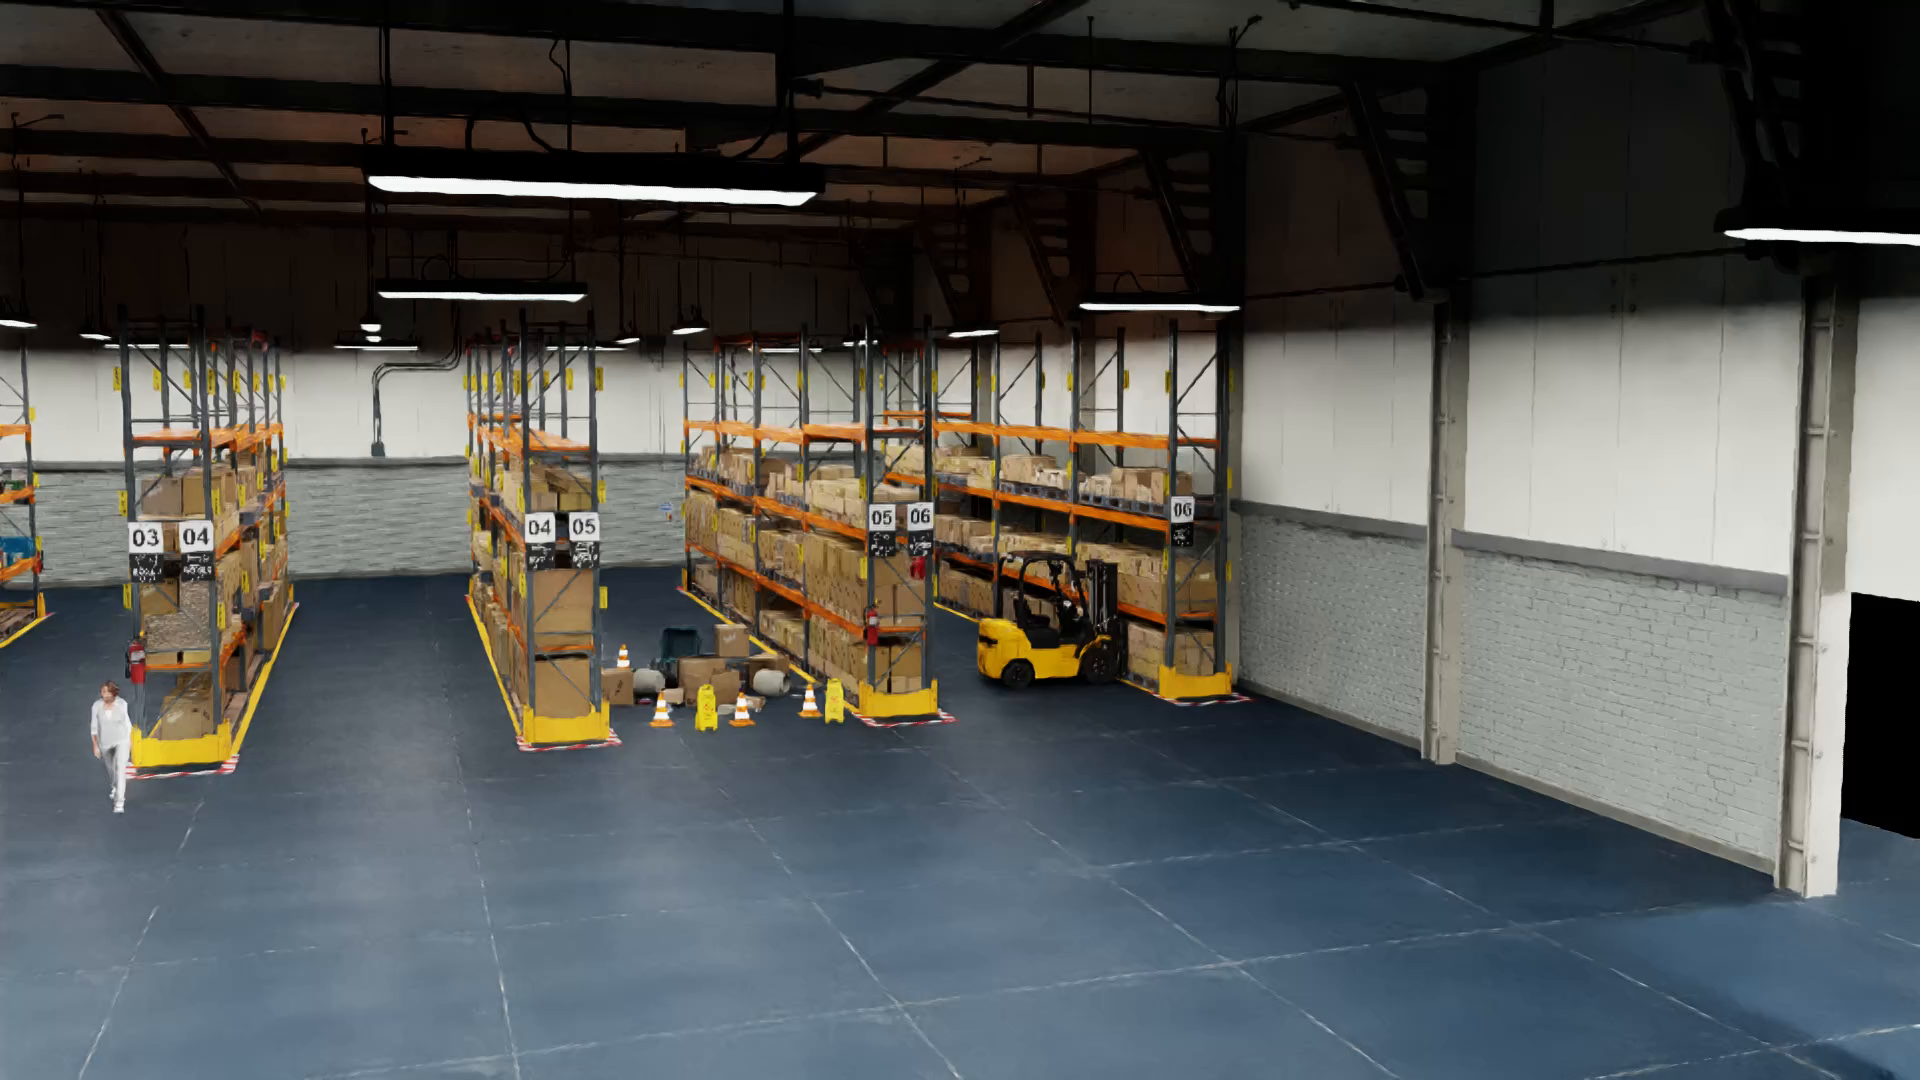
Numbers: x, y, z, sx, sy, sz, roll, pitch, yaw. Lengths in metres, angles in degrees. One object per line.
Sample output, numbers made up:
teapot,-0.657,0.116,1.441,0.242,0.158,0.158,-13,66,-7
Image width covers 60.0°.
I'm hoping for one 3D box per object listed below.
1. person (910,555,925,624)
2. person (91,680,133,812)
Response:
person,-0.862,0.934,33.701,0.591,1.719,0.651,1,5,7
person,-9.974,2.382,19.545,0.417,1.517,1.036,-2,6,-16
